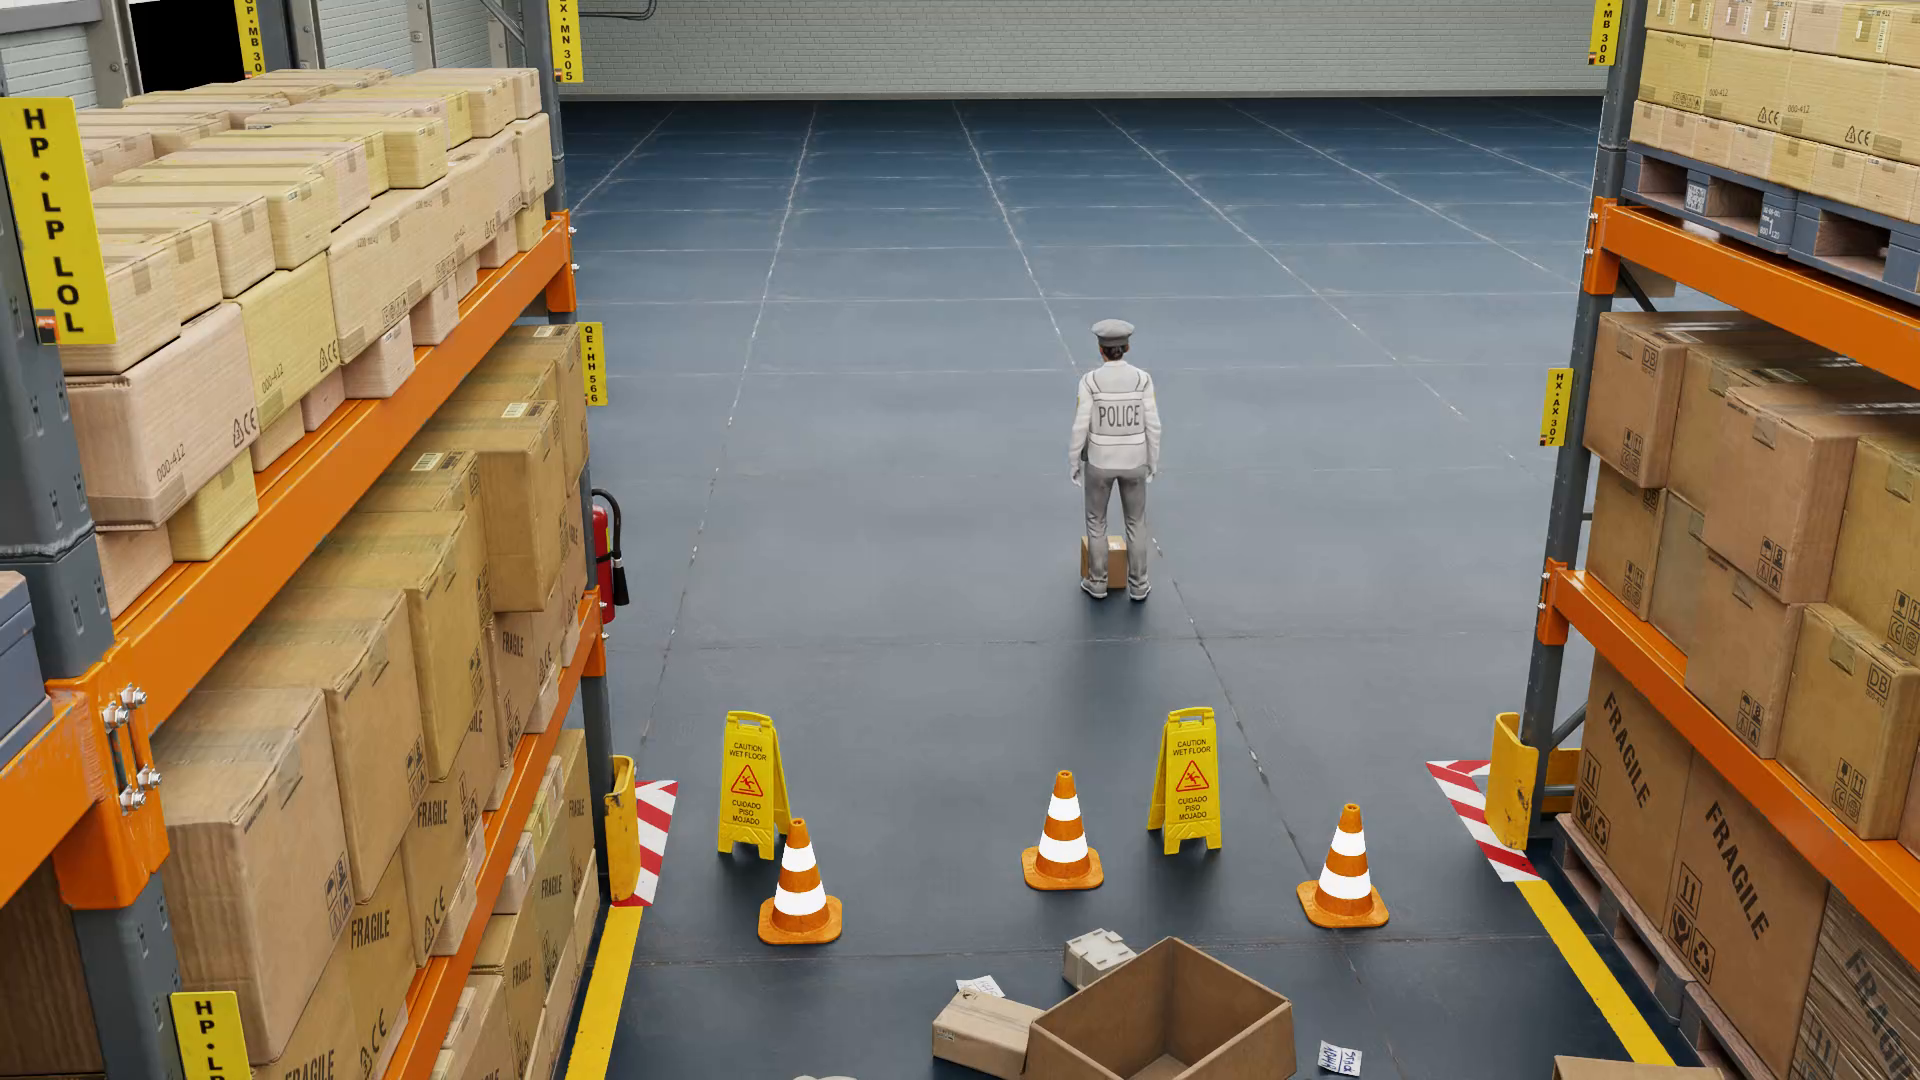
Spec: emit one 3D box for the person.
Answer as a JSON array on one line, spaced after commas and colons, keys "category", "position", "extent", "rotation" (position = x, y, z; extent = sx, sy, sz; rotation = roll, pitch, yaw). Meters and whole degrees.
[{"category": "person", "position": [0.902, -0.449, 9.771], "extent": [0.537, 1.663, 0.405], "rotation": [-1, 21, -4]}]
